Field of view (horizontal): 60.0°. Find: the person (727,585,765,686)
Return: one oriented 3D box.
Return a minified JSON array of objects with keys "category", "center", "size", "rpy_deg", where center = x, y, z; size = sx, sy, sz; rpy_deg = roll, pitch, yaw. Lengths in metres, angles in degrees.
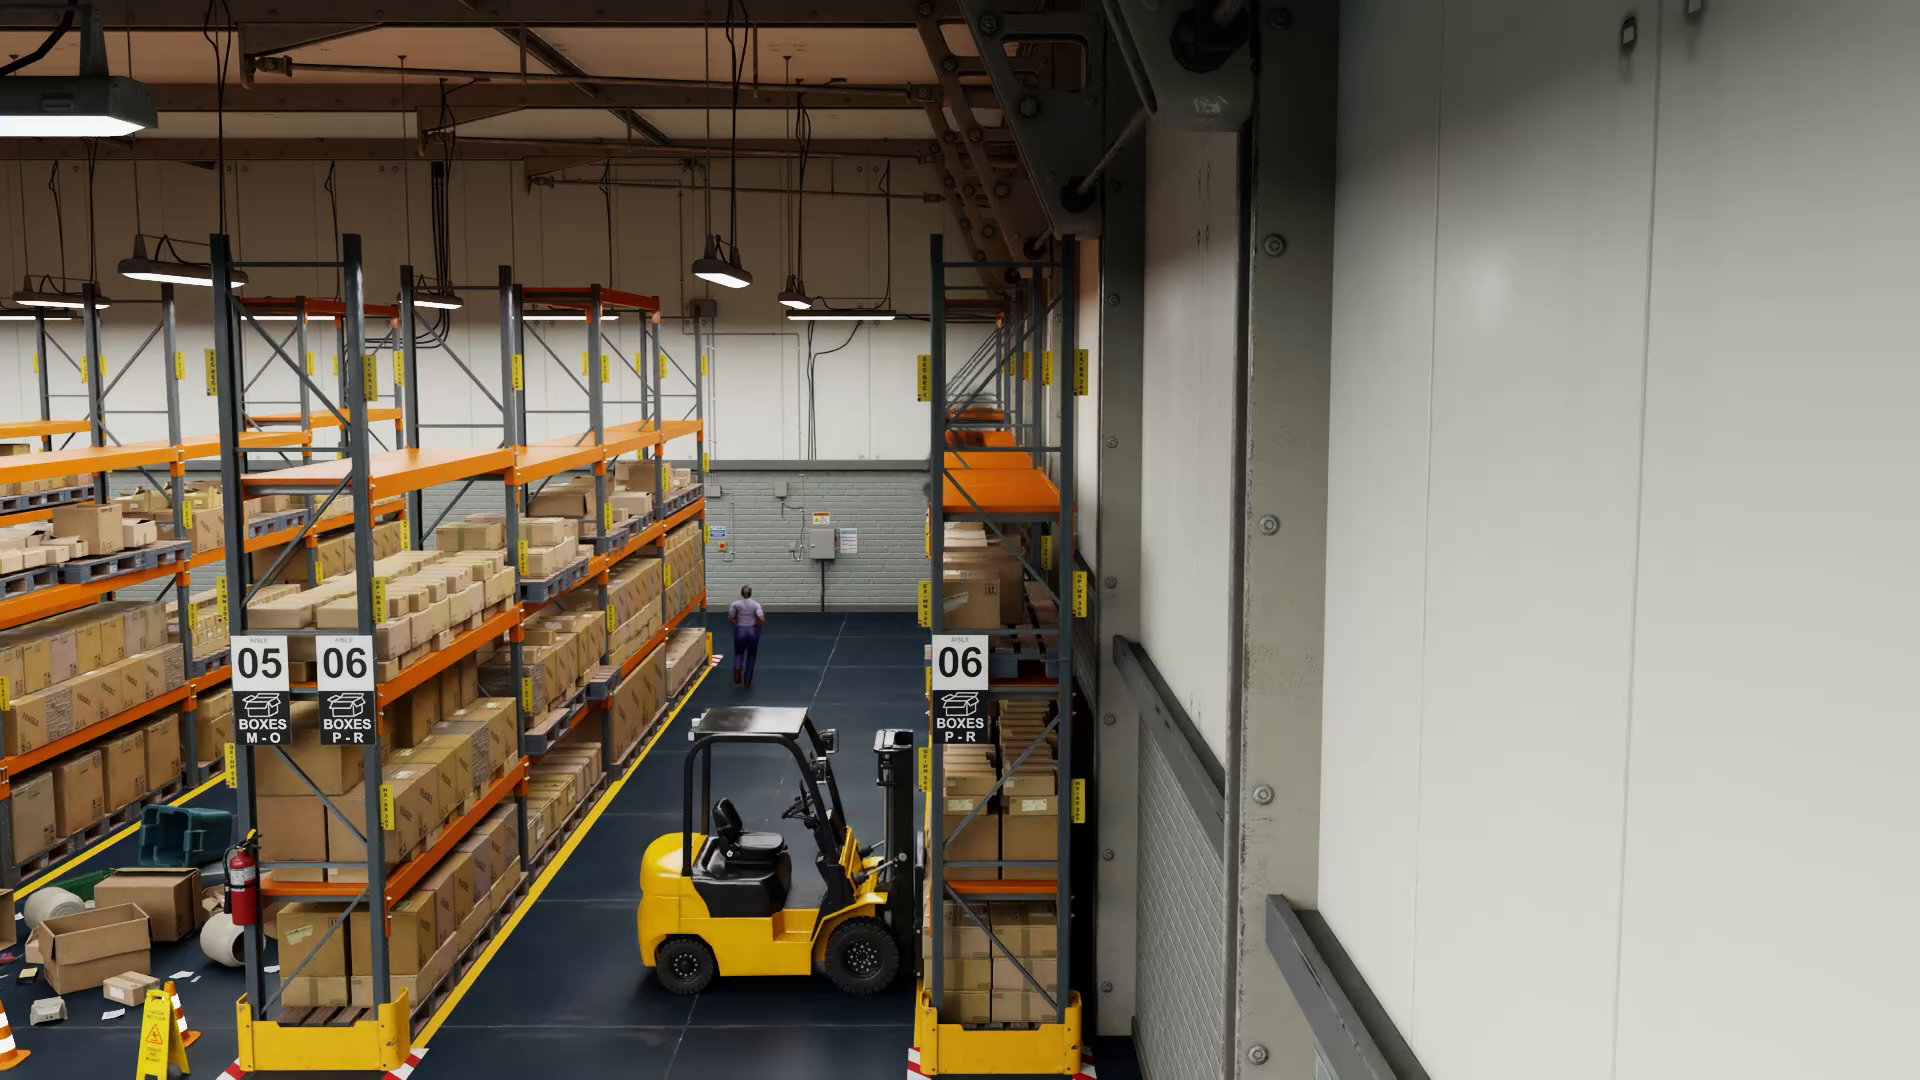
[{"category":"person","center":[-3.343,1.544,26.005],"size":[0.594,1.519,0.556],"rpy_deg":[0,6,0]}]
